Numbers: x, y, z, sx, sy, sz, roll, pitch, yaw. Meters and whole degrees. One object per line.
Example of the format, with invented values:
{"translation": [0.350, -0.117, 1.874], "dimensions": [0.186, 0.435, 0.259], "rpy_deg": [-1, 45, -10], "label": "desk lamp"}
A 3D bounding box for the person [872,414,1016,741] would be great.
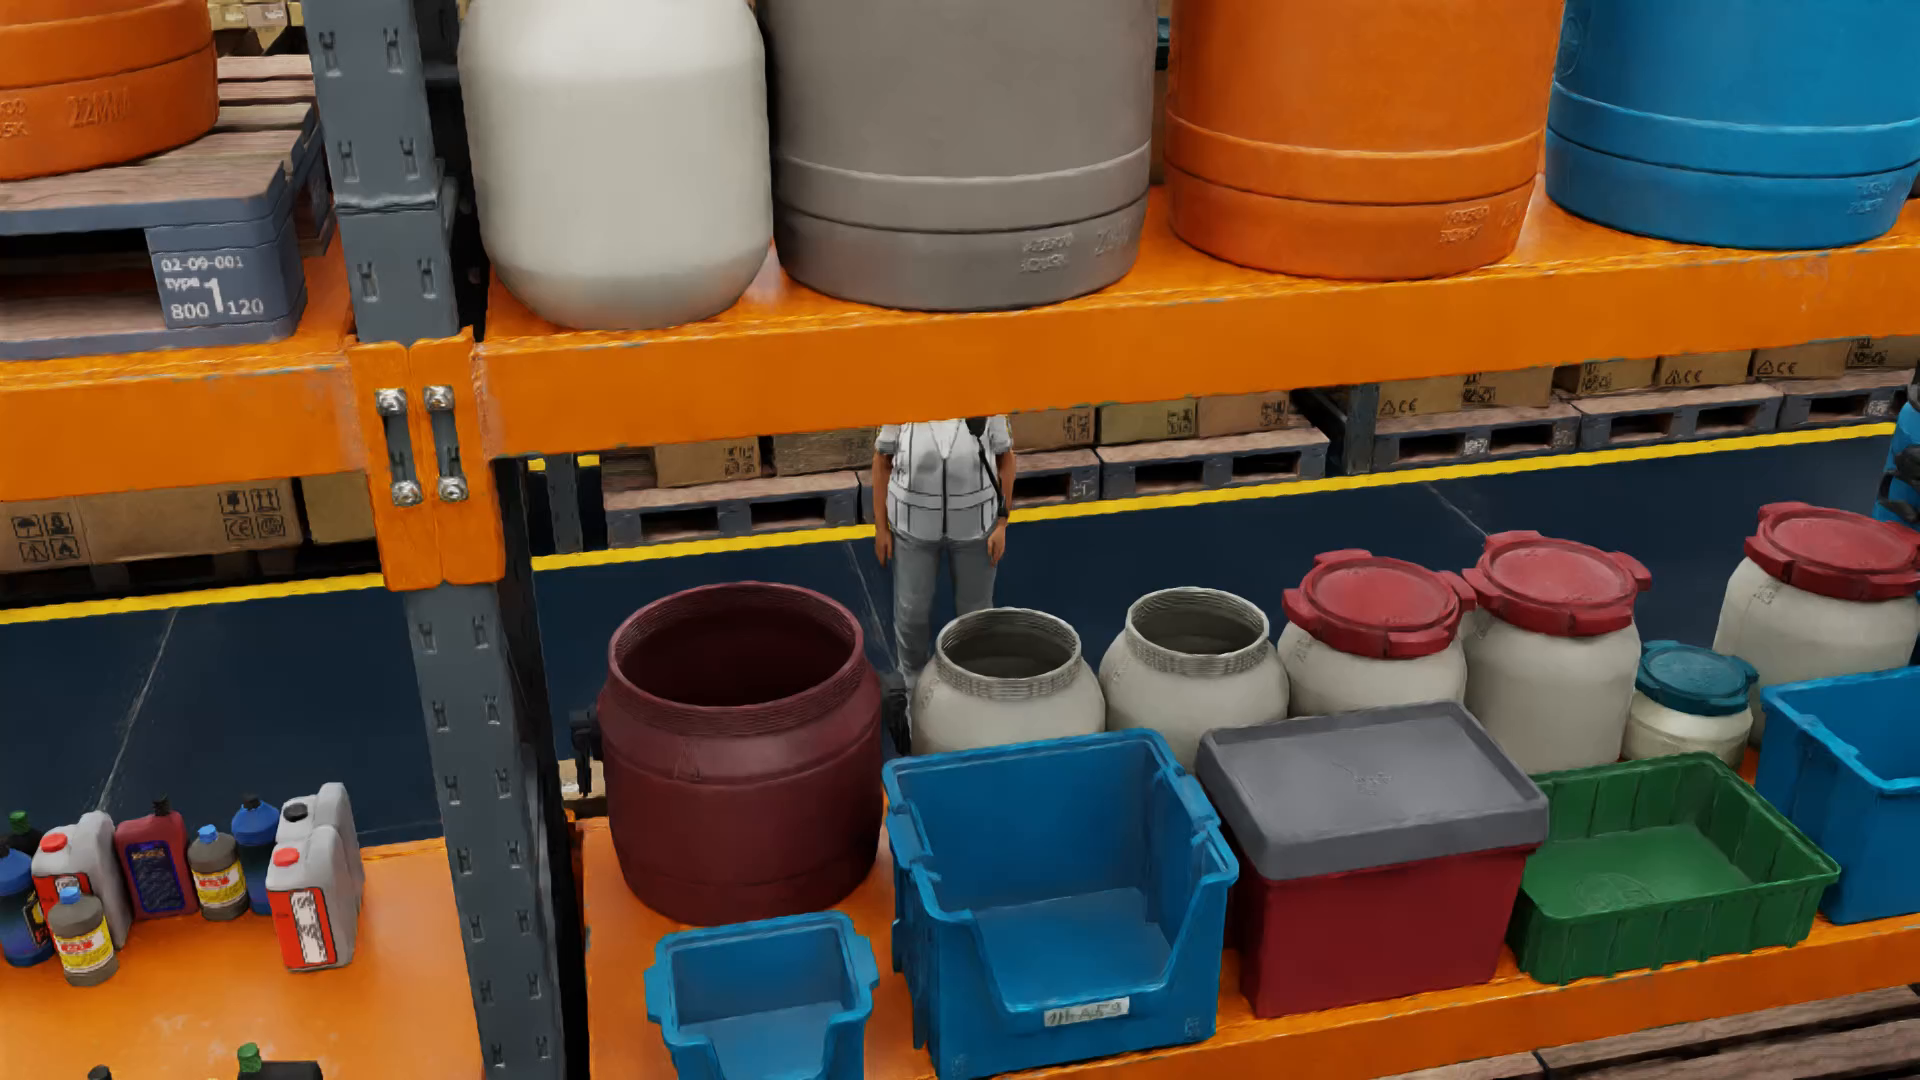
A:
{"translation": [-0.058, -0.024, 6.160], "dimensions": [0.527, 1.711, 0.415], "rpy_deg": [0, 27, 0], "label": "person"}
